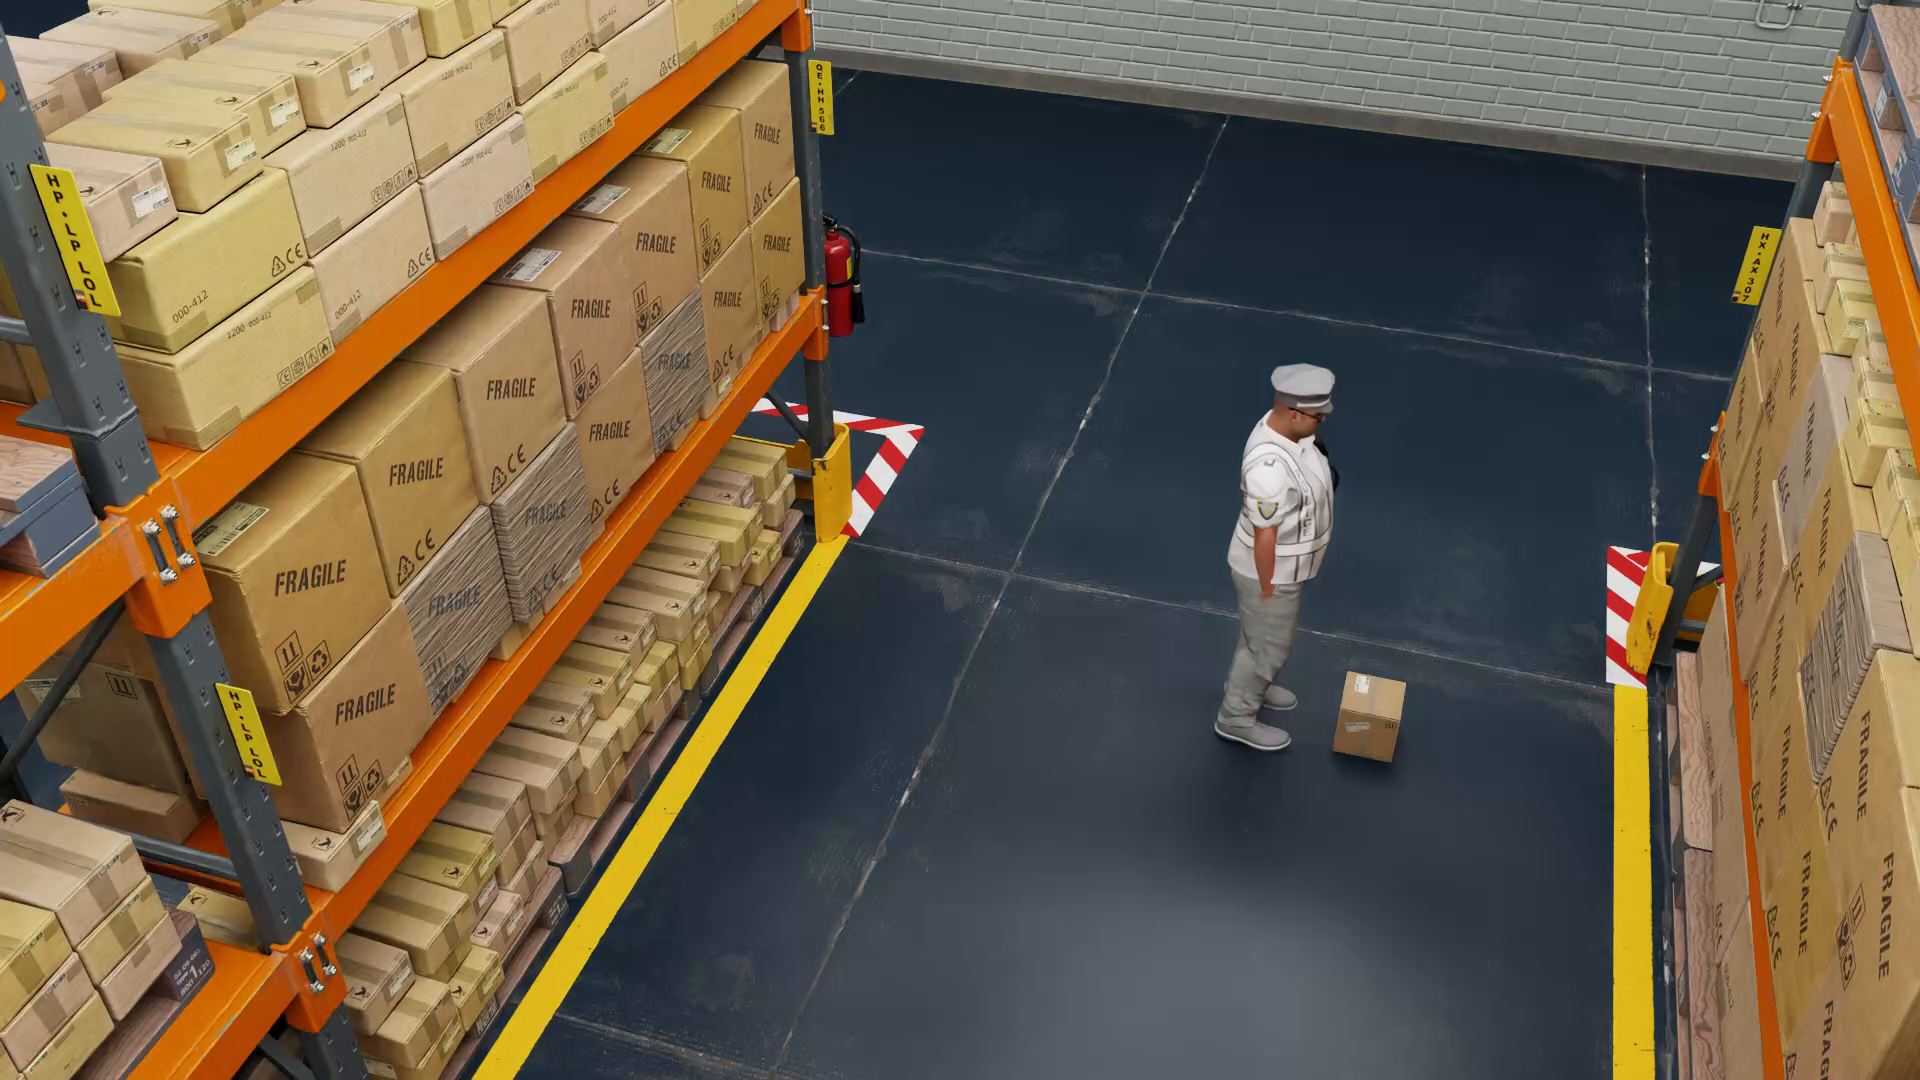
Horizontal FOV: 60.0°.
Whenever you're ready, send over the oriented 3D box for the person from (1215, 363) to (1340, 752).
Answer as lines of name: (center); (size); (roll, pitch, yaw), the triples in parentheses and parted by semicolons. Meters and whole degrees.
person: (1.300, 0.072, 6.811); (0.392, 1.751, 0.529); (11, 38, 15)
